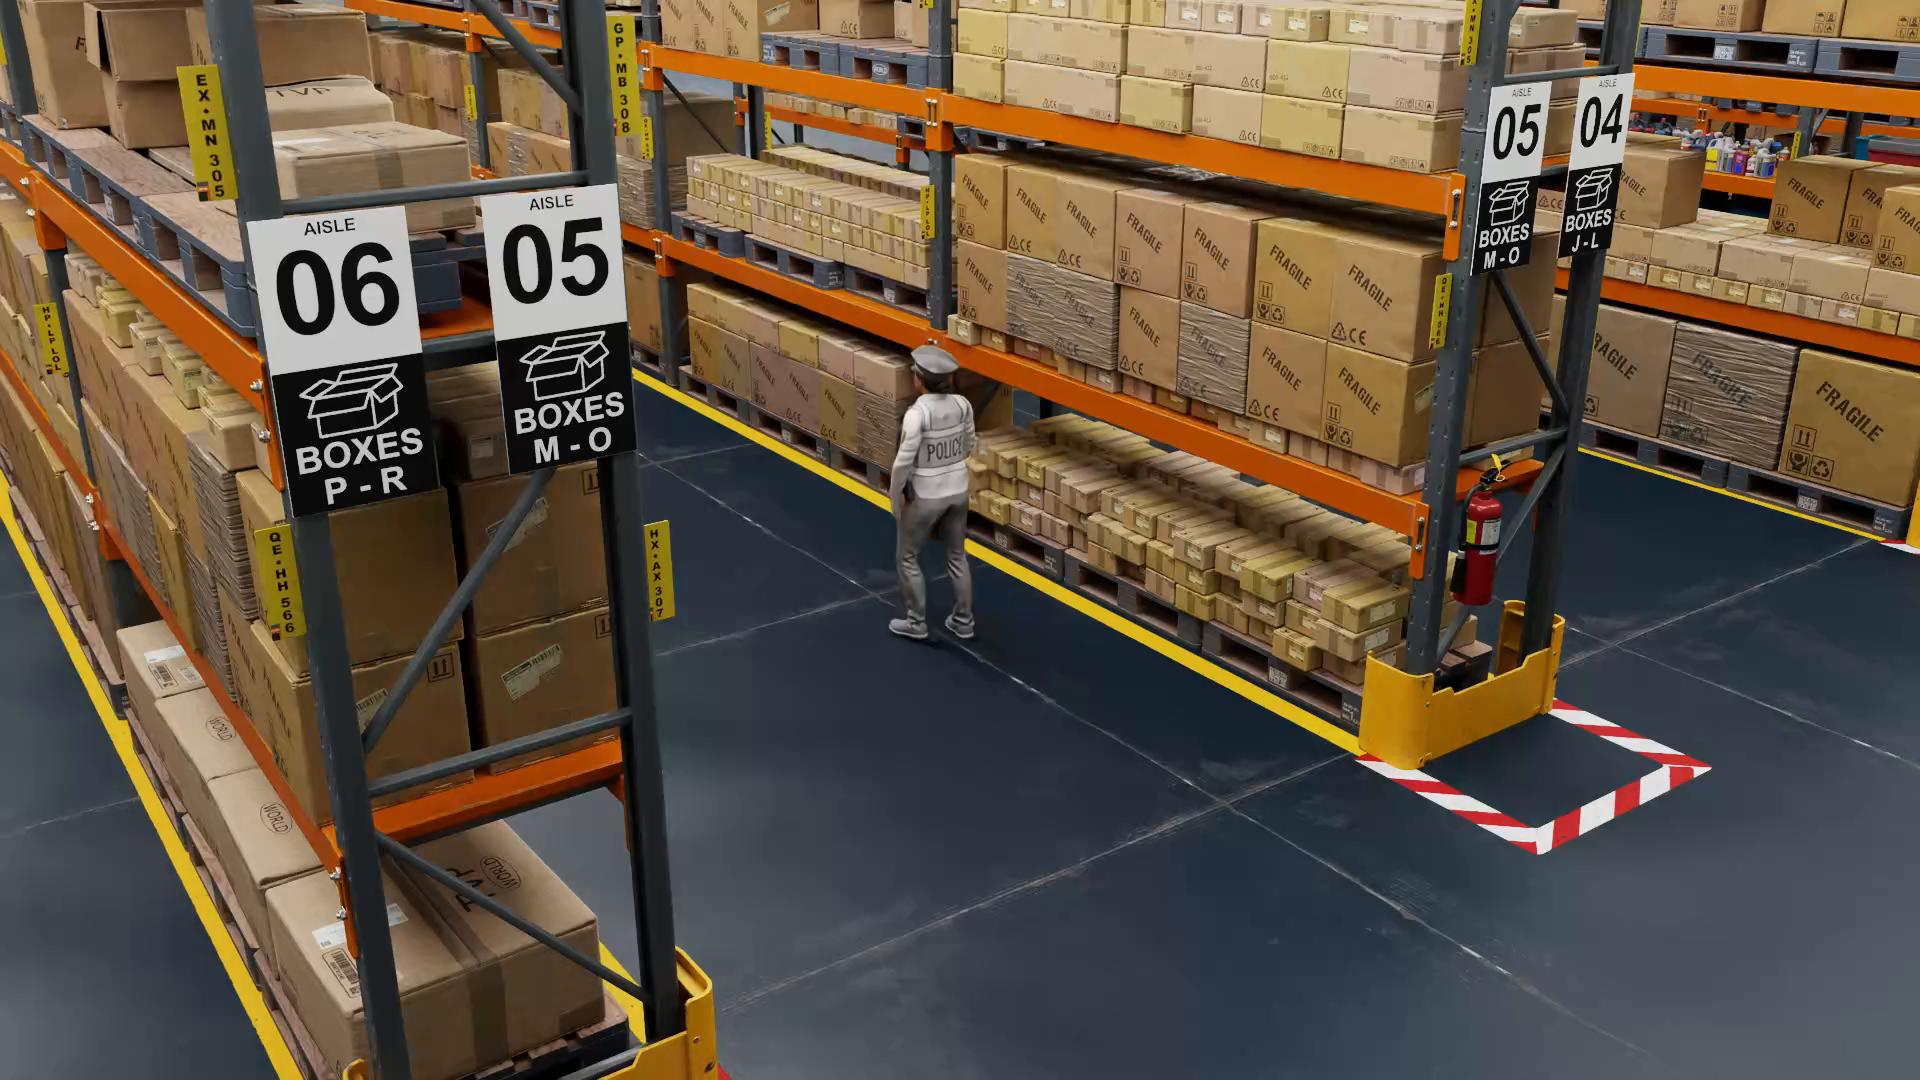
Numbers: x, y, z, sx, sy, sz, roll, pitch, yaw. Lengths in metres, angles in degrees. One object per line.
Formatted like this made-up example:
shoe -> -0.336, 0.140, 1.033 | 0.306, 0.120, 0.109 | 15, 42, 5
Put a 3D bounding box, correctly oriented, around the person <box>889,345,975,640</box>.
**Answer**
person -> -0.166, -0.250, 9.190 | 0.572, 1.685, 0.442 | -15, 26, -34
